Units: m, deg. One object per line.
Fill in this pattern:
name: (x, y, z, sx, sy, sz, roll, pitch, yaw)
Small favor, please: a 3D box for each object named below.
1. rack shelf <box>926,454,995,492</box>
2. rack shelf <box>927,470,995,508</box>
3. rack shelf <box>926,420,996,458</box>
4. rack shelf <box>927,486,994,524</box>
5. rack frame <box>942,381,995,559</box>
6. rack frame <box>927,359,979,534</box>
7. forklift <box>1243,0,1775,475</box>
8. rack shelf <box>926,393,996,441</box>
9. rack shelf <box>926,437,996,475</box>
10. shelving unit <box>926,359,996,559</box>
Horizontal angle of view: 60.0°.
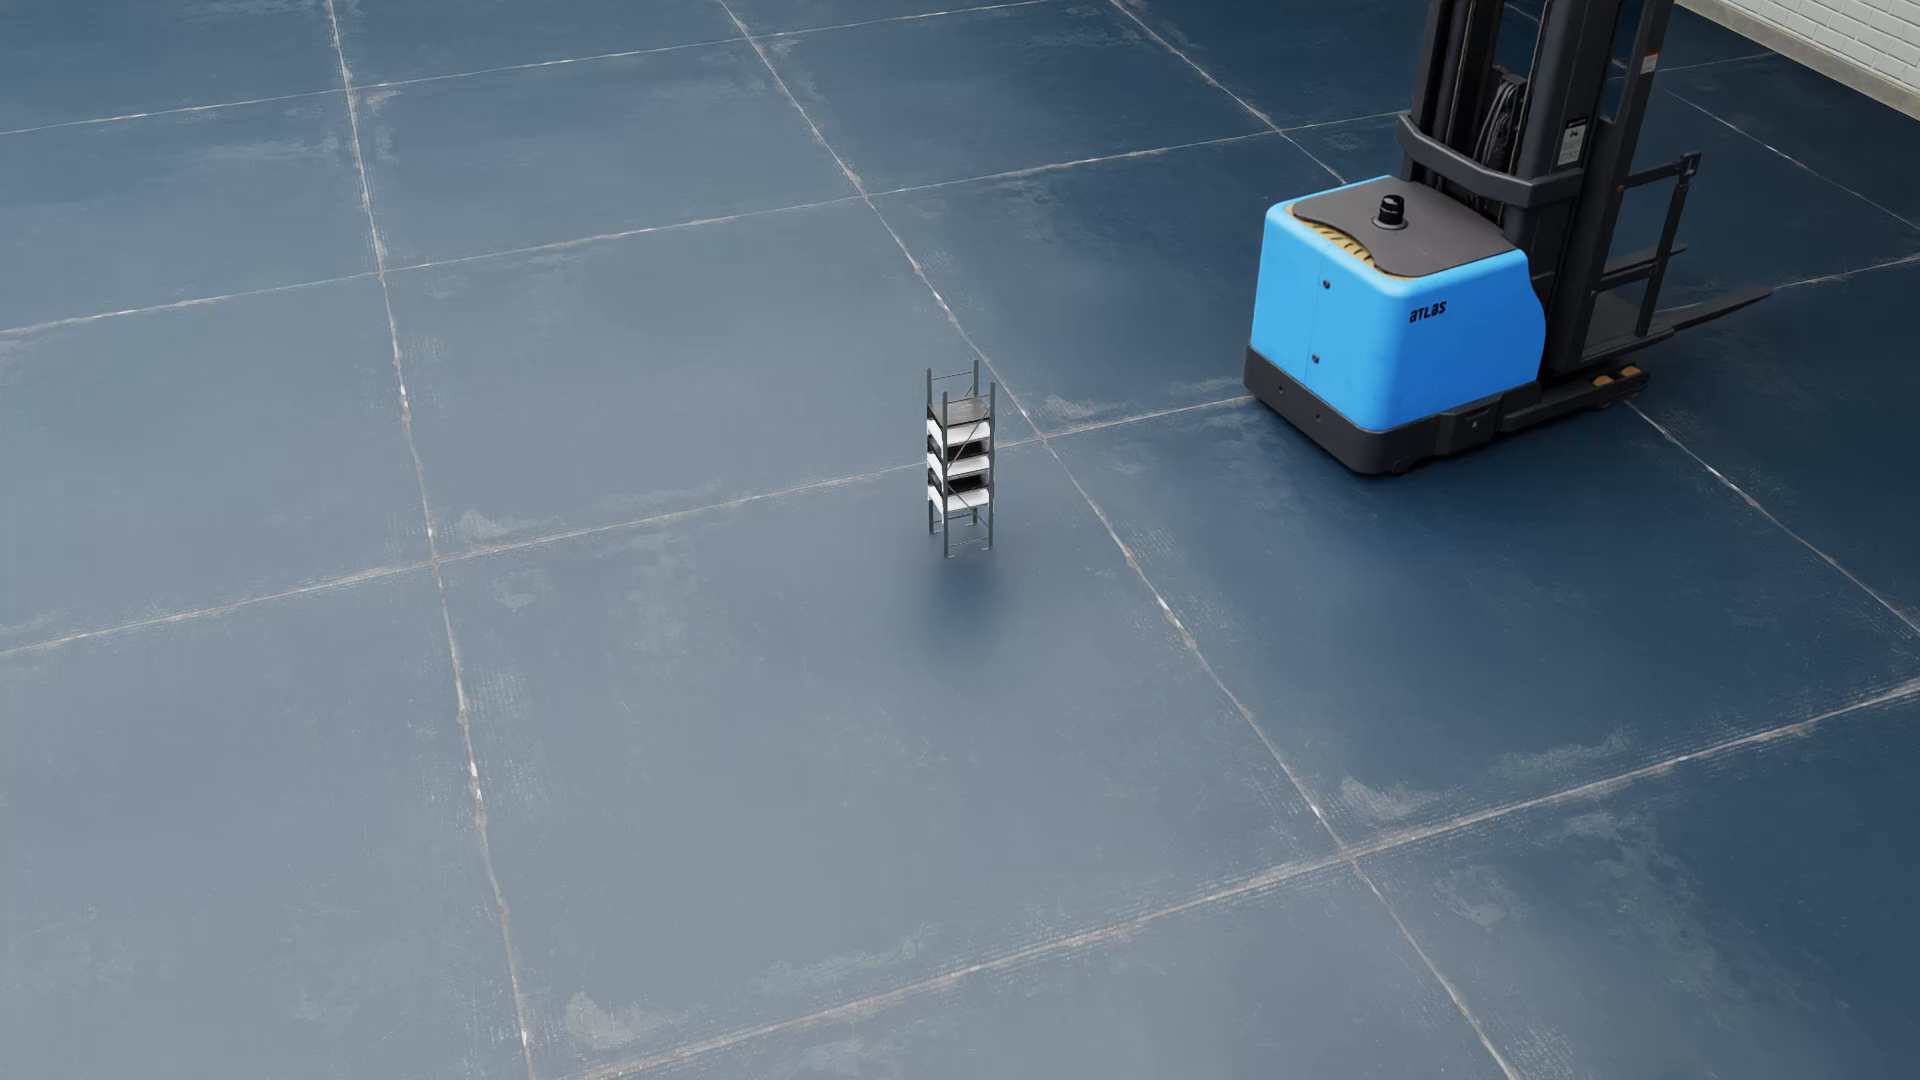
rack shelf: (0.003, -0.328, 7.493, 0.258, 0.077, 0.200, -12, 39, -16)
rack shelf: (0.003, -0.256, 7.547, 0.258, 0.077, 0.200, -12, 39, -16)
rack shelf: (0.003, -0.472, 7.385, 0.258, 0.077, 0.200, -12, 39, -16)
rack shelf: (0.003, -0.184, 7.602, 0.258, 0.077, 0.200, -12, 39, -16)
rack frame: (0.038, -0.297, 7.397, 0.240, 0.900, 0.006, -12, 39, -16)
rack frame: (-0.032, -0.412, 7.549, 0.240, 0.900, 0.006, -12, 39, -16)
forklift: (3.028, -2.119, 8.127, 3.031, 2.935, 1.130, -18, 41, -22)
rack shelf: (0.003, -0.544, 7.331, 0.258, 0.077, 0.200, -12, 39, -16)
rack shelf: (0.003, -0.400, 7.439, 0.258, 0.077, 0.200, -12, 39, -16)
shelving unit: (0.003, -0.355, 7.473, 0.258, 0.900, 0.210, -12, 39, -16)
